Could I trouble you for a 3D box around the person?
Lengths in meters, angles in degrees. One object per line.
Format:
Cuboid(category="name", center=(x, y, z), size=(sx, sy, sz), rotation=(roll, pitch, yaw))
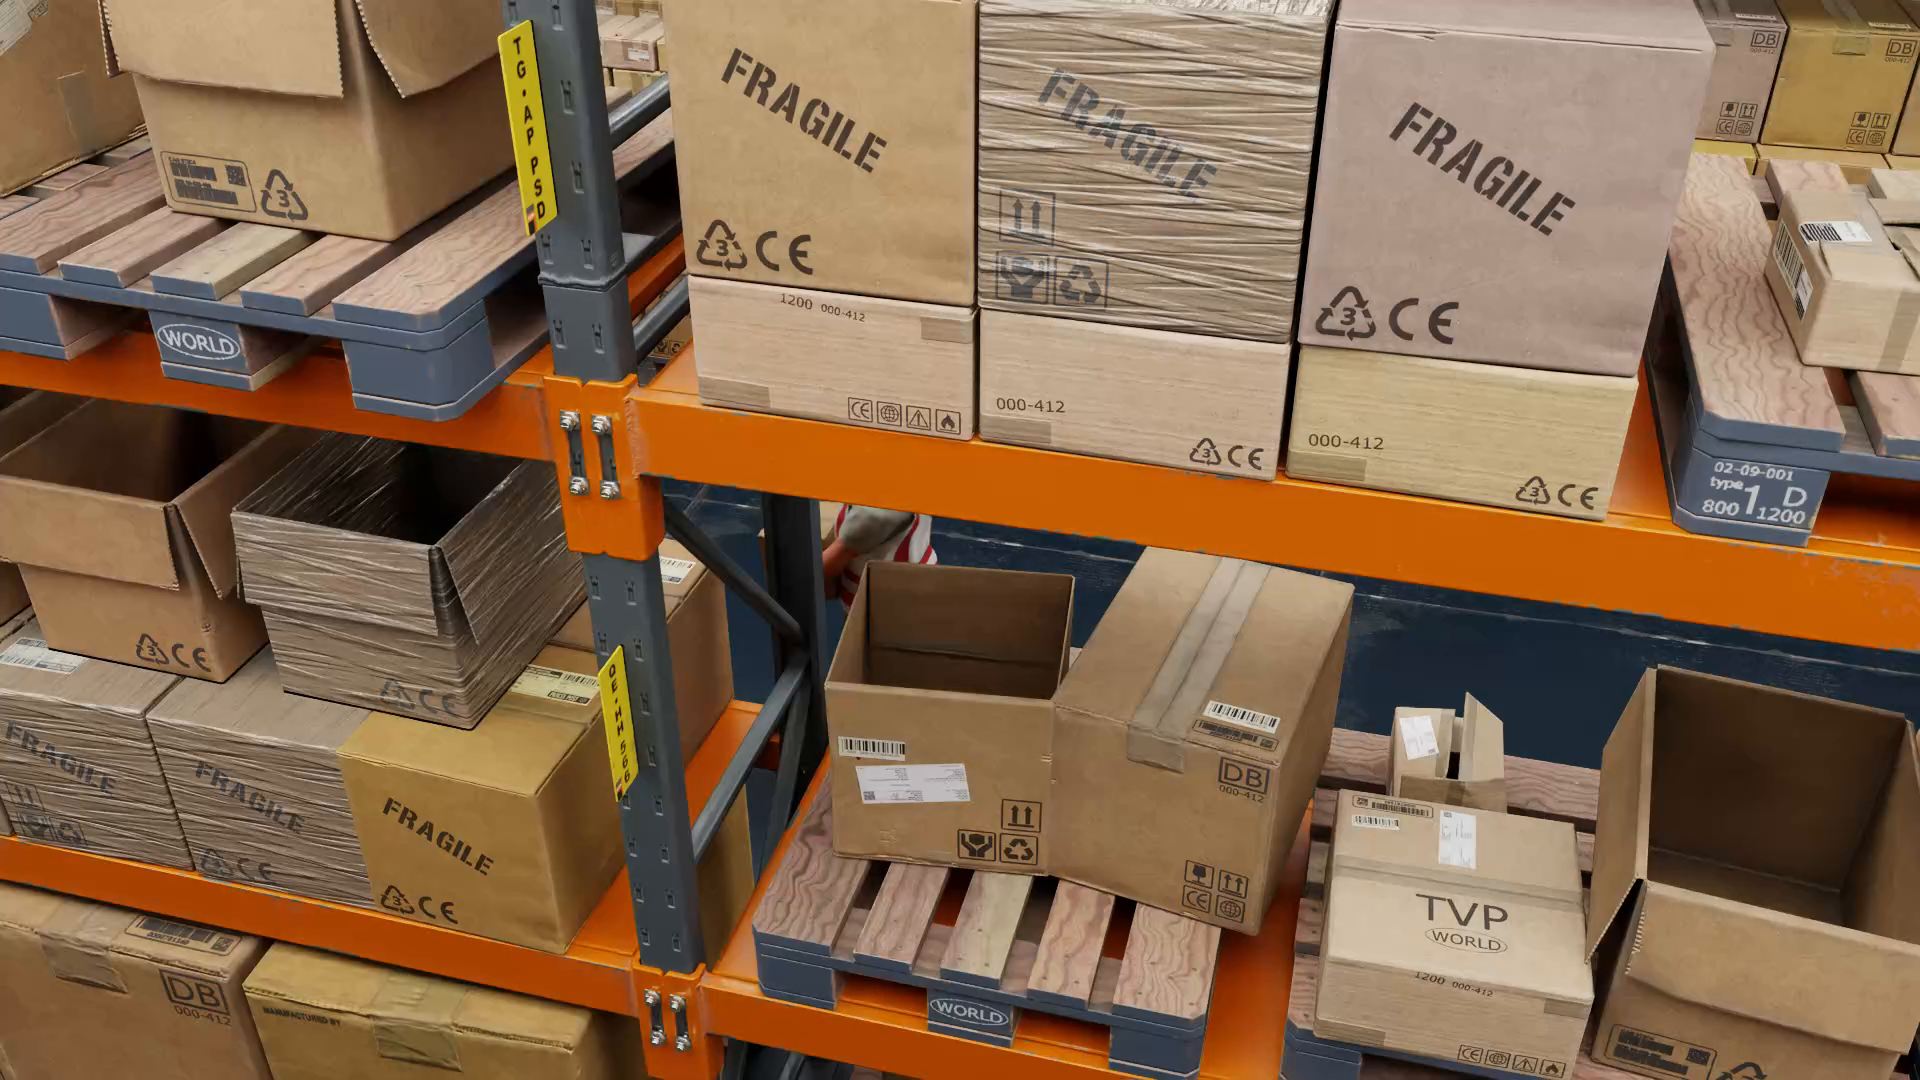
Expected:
Cuboid(category="person", center=(-0.357, 0.205, 5.799), size=(0.569, 1.782, 0.494), rotation=(9, 34, 13))
